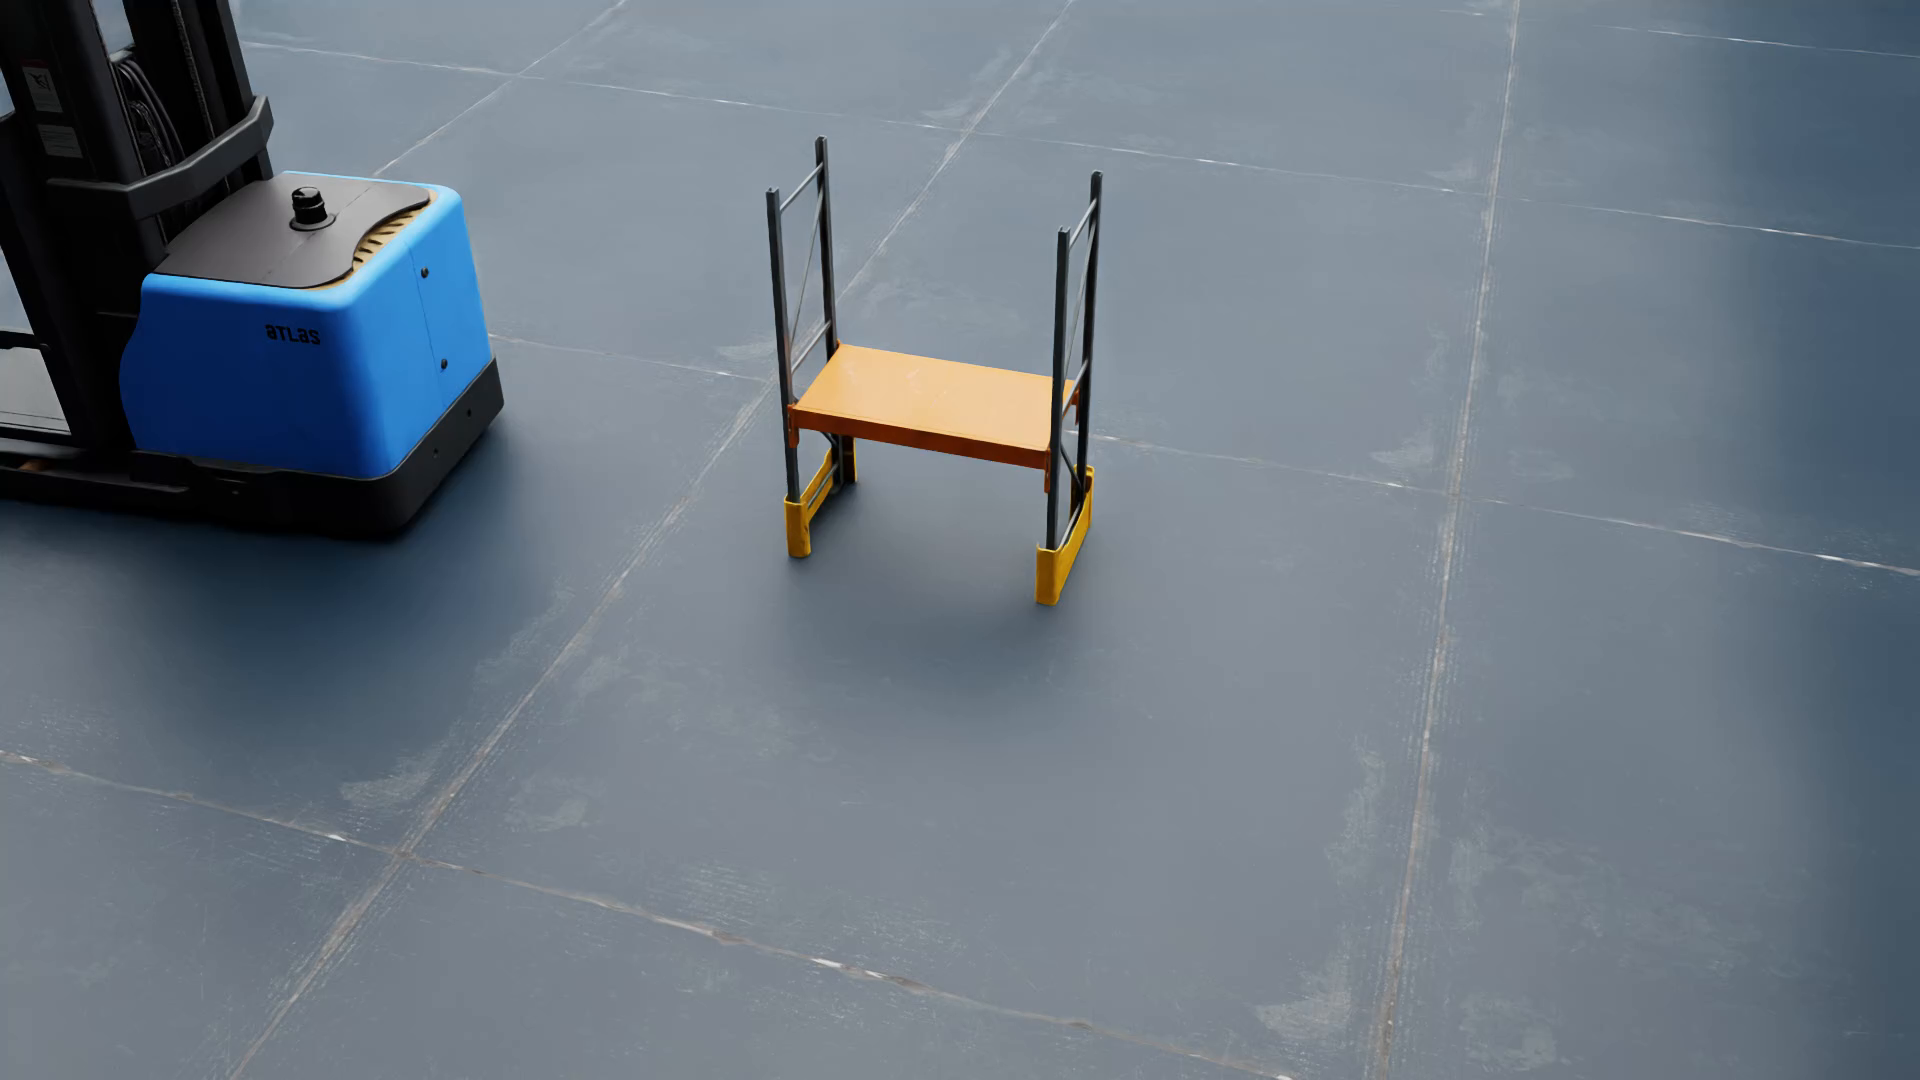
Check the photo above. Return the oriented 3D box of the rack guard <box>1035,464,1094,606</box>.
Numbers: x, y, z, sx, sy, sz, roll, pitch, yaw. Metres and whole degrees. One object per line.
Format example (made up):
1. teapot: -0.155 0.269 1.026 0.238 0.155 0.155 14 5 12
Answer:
1. rack guard: 0.403 -0.026 6.360 0.087 0.250 0.587 10 38 14

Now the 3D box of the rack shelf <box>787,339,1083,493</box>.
1. rack shelf: -0.081 -0.474 6.217 1.000 0.185 0.538 10 38 14

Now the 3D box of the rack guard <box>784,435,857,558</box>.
1. rack guard: -0.548 -0.202 6.599 0.087 0.250 0.587 10 38 14

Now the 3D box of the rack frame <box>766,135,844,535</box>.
1. rack frame: -0.567 -0.709 6.233 0.032 1.500 0.500 10 38 14

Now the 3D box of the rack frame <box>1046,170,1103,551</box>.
1. rack frame: 0.404 -0.529 5.989 0.032 1.500 0.500 10 38 14

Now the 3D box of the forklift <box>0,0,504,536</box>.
1. forklift: -3.547 -1.639 6.289 3.031 2.935 1.130 7 37 10

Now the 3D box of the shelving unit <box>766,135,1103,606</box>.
1. shelving unit: -0.073 -0.618 6.109 1.083 1.500 0.587 10 38 14
